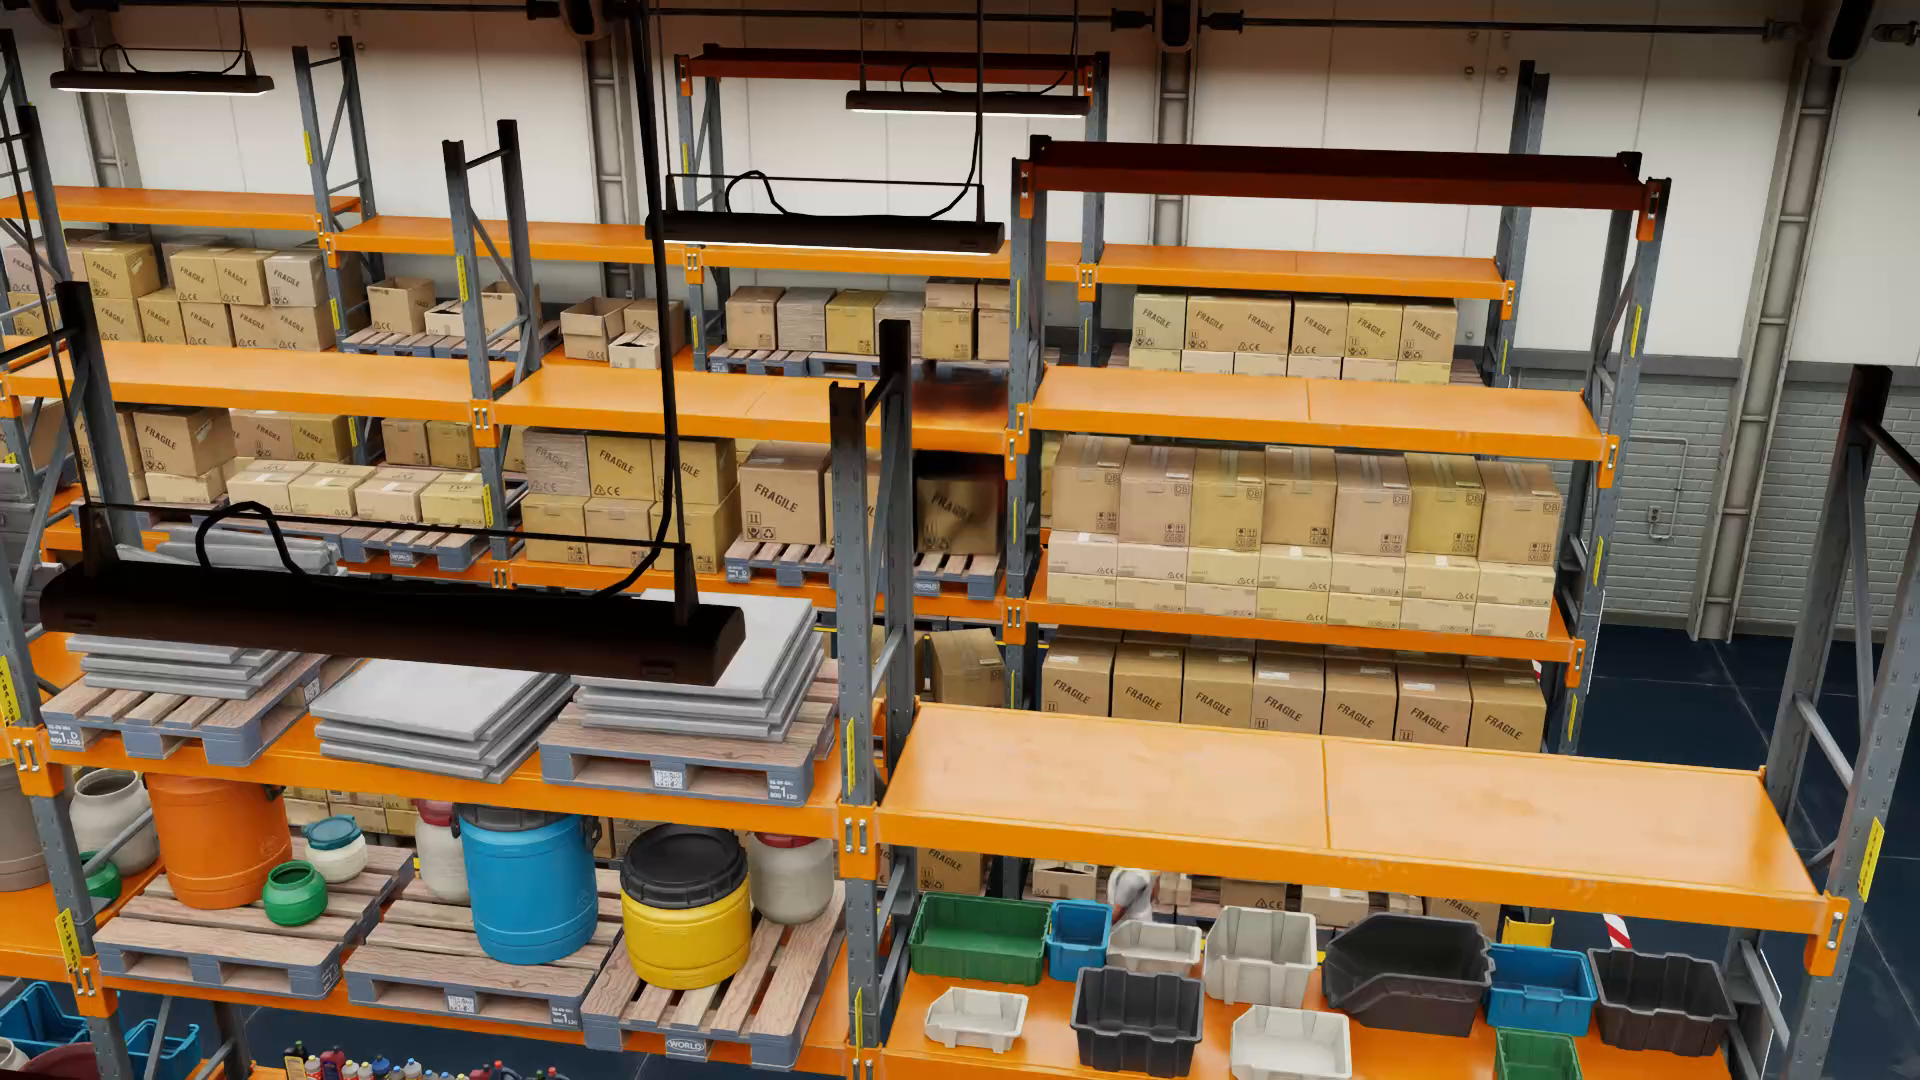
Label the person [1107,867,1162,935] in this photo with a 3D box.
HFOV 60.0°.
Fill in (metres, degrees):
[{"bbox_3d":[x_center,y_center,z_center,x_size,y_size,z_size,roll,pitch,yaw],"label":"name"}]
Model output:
[{"bbox_3d":[1.092,2.646,11.541,1.046,1.717,0.549,1,23,3],"label":"person"}]
